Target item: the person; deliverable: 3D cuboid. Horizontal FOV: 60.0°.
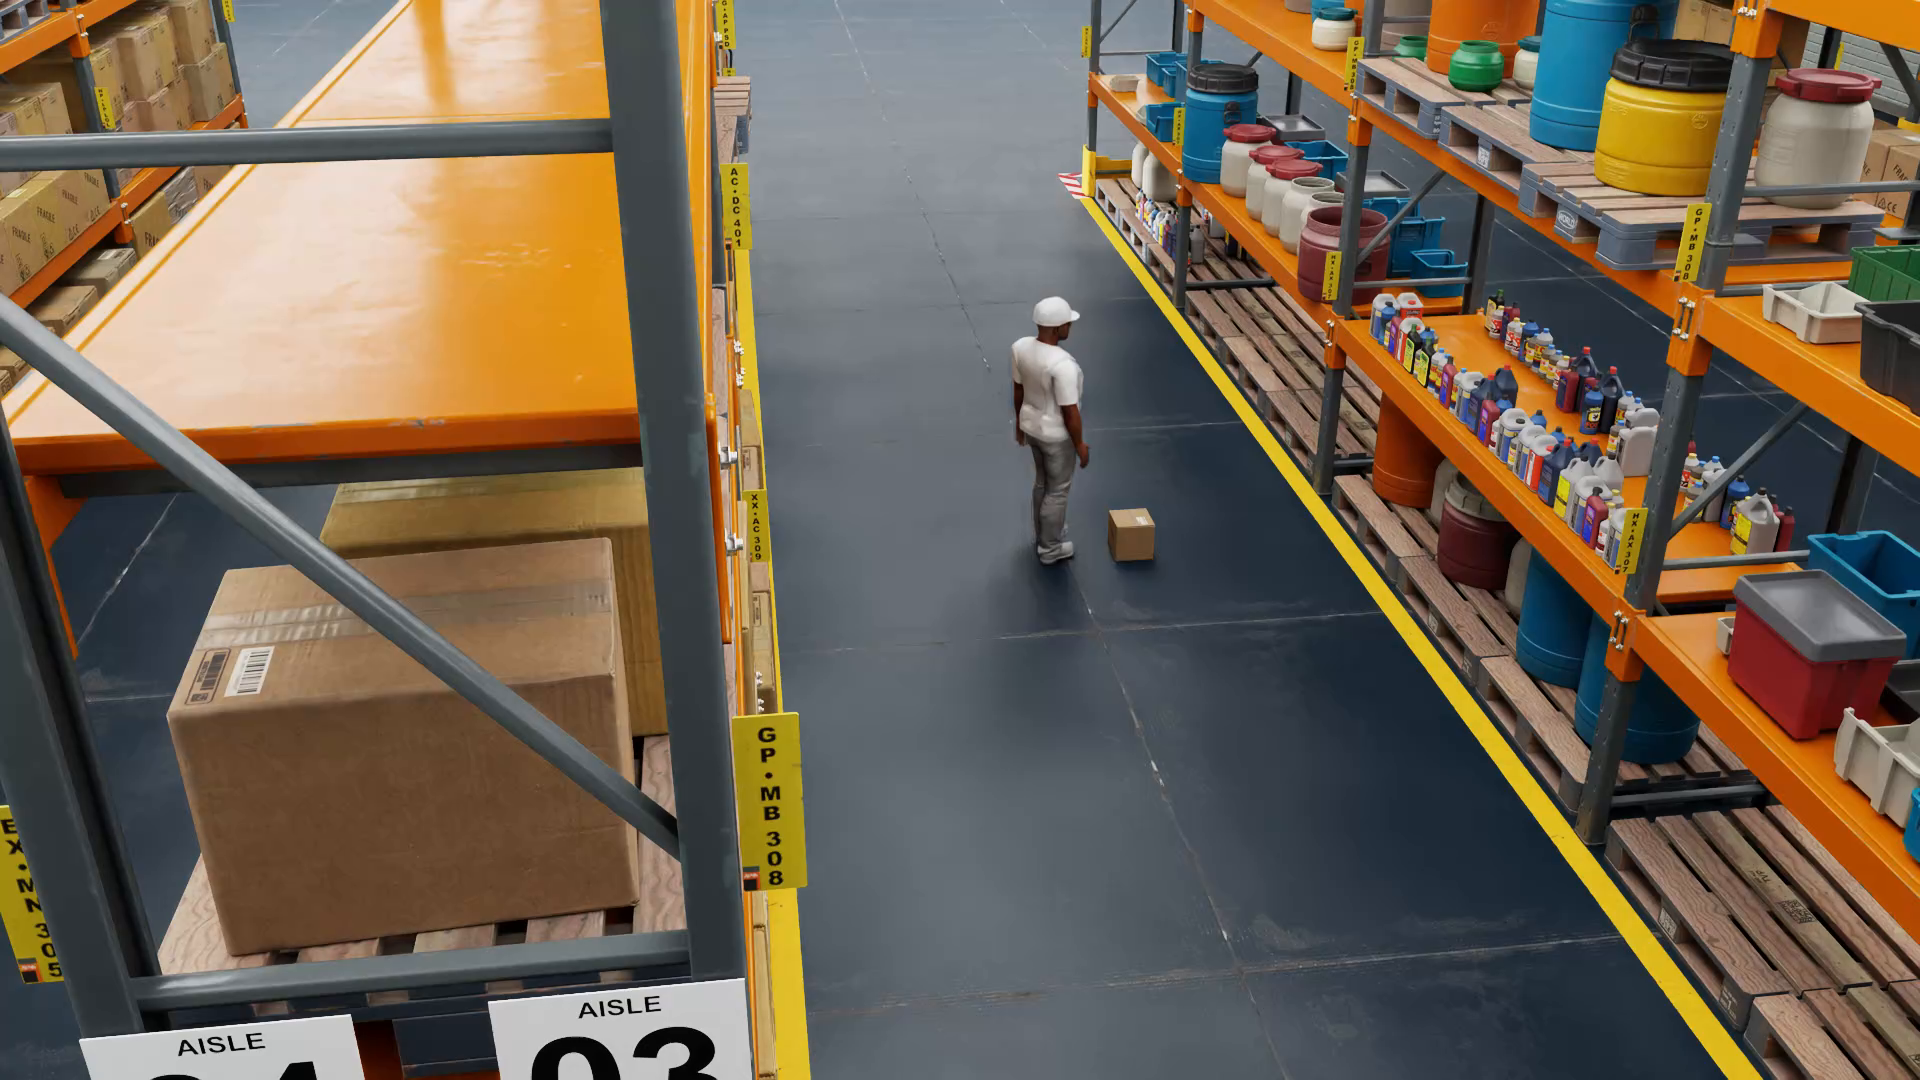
[{"bbox_3d":[0.636,-0.695,10.423,0.542,1.778,0.599,-17,32,-30],"label":"person"}]
